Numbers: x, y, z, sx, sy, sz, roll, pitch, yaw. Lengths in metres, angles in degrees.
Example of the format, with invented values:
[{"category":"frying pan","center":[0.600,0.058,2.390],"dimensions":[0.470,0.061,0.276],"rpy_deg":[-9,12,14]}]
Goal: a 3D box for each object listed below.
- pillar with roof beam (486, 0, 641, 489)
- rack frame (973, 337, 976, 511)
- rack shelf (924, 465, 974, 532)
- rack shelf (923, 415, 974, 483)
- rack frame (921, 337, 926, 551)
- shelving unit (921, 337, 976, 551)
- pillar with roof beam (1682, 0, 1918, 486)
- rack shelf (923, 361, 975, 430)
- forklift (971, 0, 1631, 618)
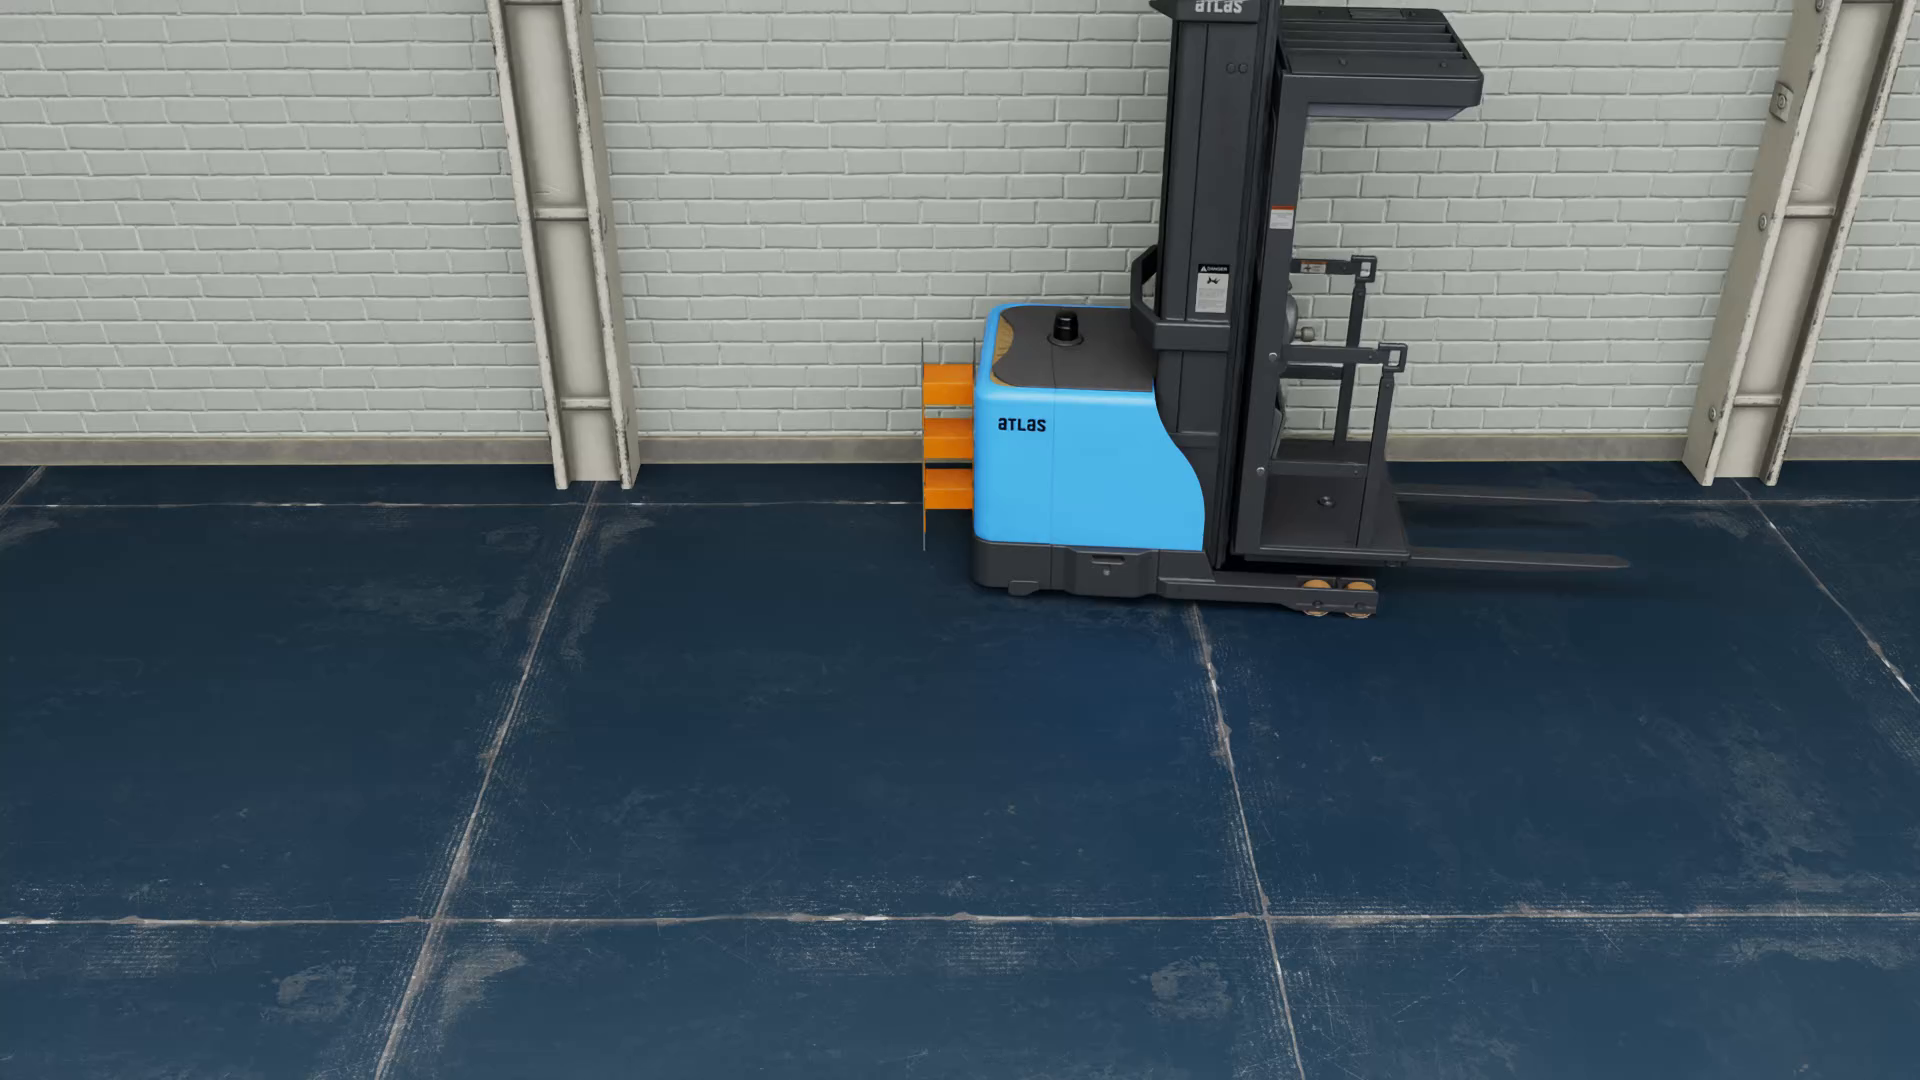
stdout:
[{"category":"pillar with roof beam","center":[-1.887,-1.962,2.809],"dimensions":[0.400,9.000,9.100],"rpy_deg":[0,31,0]},{"category":"rack frame","center":[0.068,-0.449,7.978],"dimensions":[0.008,1.050,0.200],"rpy_deg":[0,31,0]},{"category":"rack shelf","center":[-0.054,-0.202,8.127],"dimensions":[0.240,0.259,0.215],"rpy_deg":[0,31,0]},{"category":"rack shelf","center":[-0.054,-0.440,7.983],"dimensions":[0.240,0.259,0.215],"rpy_deg":[0,31,0]},{"category":"rack frame","center":[-0.176,-0.448,7.977],"dimensions":[0.008,1.050,0.200],"rpy_deg":[0,31,0]},{"category":"shelving unit","center":[-0.054,-0.449,7.977],"dimensions":[0.252,1.050,0.215],"rpy_deg":[0,31,0]},{"category":"pillar with roof beam","center":[4.112,-1.981,2.839],"dimensions":[0.400,9.000,9.100],"rpy_deg":[0,31,0]},{"category":"rack shelf","center":[-0.054,-0.682,7.836],"dimensions":[0.240,0.259,0.215],"rpy_deg":[0,31,0]},{"category":"forklift","center":[1.597,-1.182,7.372],"dimensions":[3.031,2.935,1.130],"rpy_deg":[3,31,4]}]
